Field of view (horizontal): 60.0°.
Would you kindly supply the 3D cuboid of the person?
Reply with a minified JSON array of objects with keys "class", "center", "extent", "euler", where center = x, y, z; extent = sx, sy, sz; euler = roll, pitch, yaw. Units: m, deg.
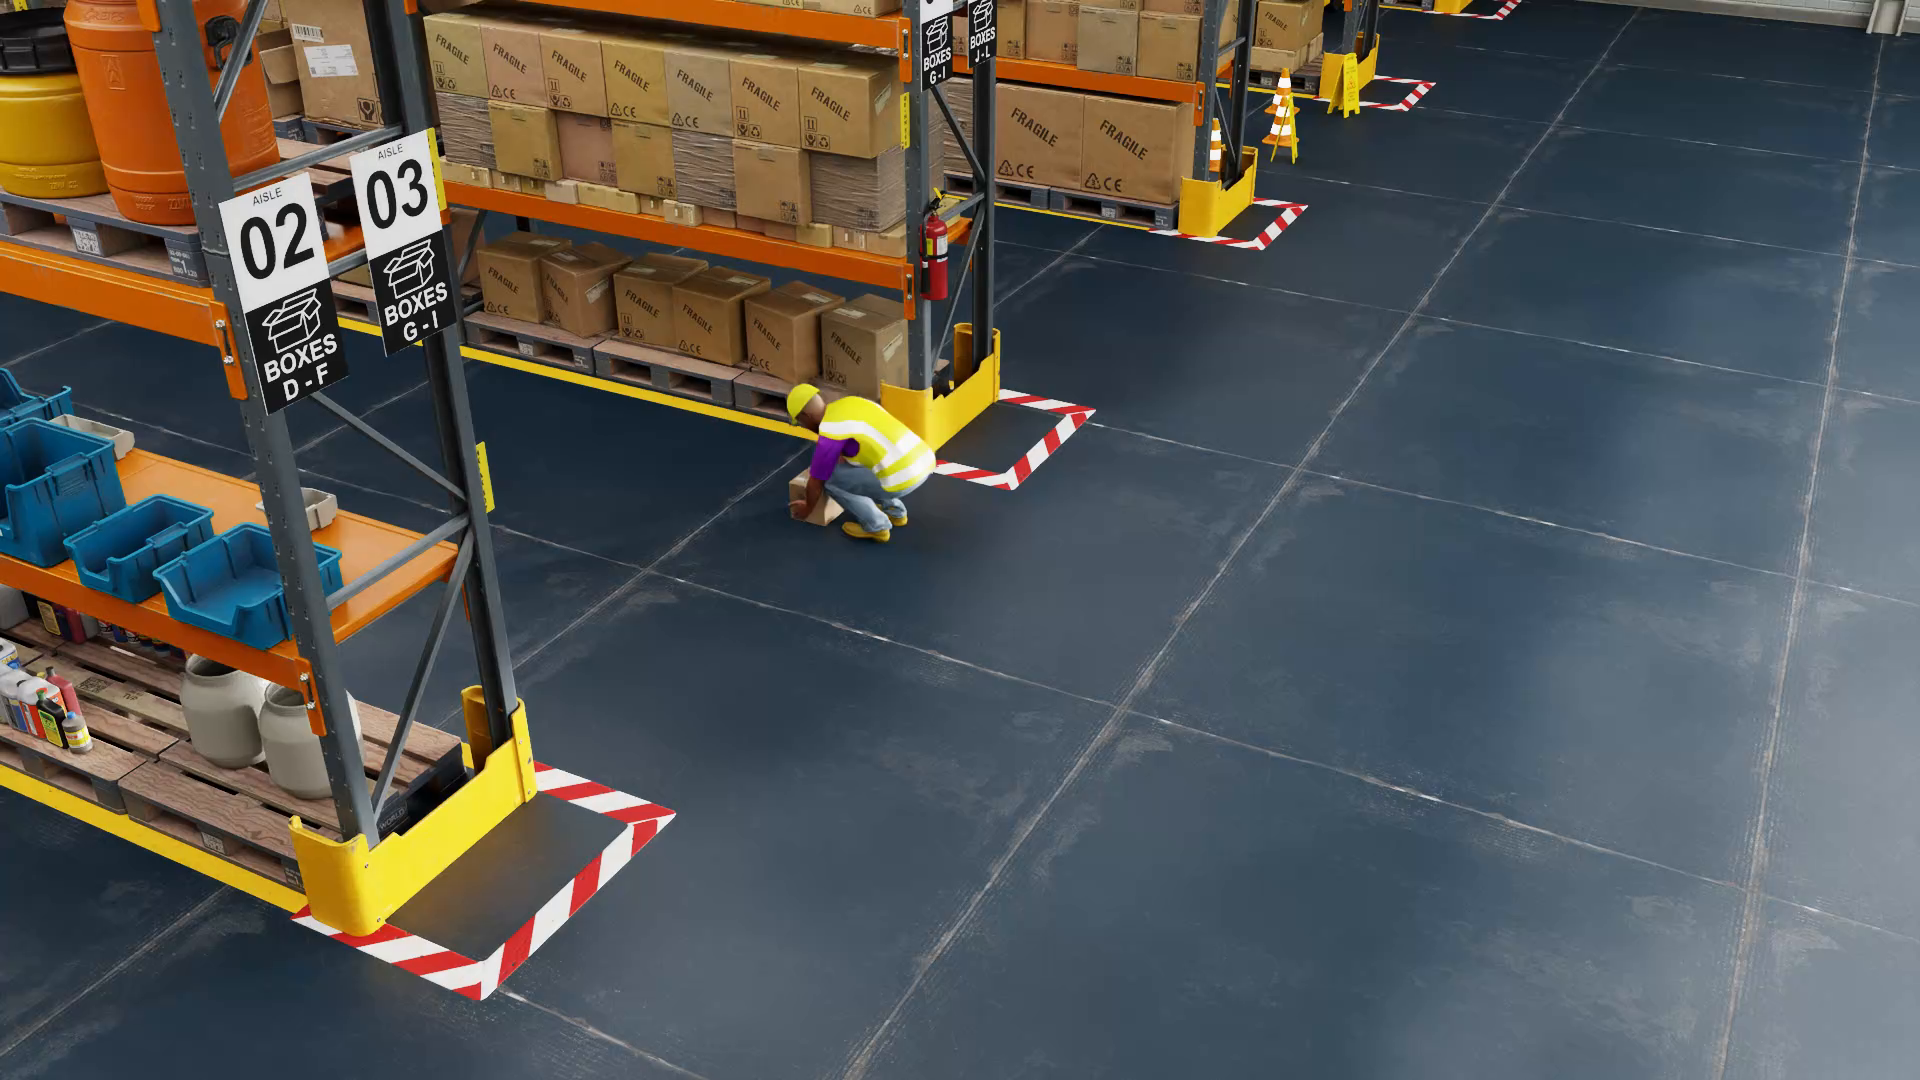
[{"class":"person","center":[-0.614,-0.465,9.959],"extent":[0.893,0.896,0.560],"euler":[14,33,23]}]
